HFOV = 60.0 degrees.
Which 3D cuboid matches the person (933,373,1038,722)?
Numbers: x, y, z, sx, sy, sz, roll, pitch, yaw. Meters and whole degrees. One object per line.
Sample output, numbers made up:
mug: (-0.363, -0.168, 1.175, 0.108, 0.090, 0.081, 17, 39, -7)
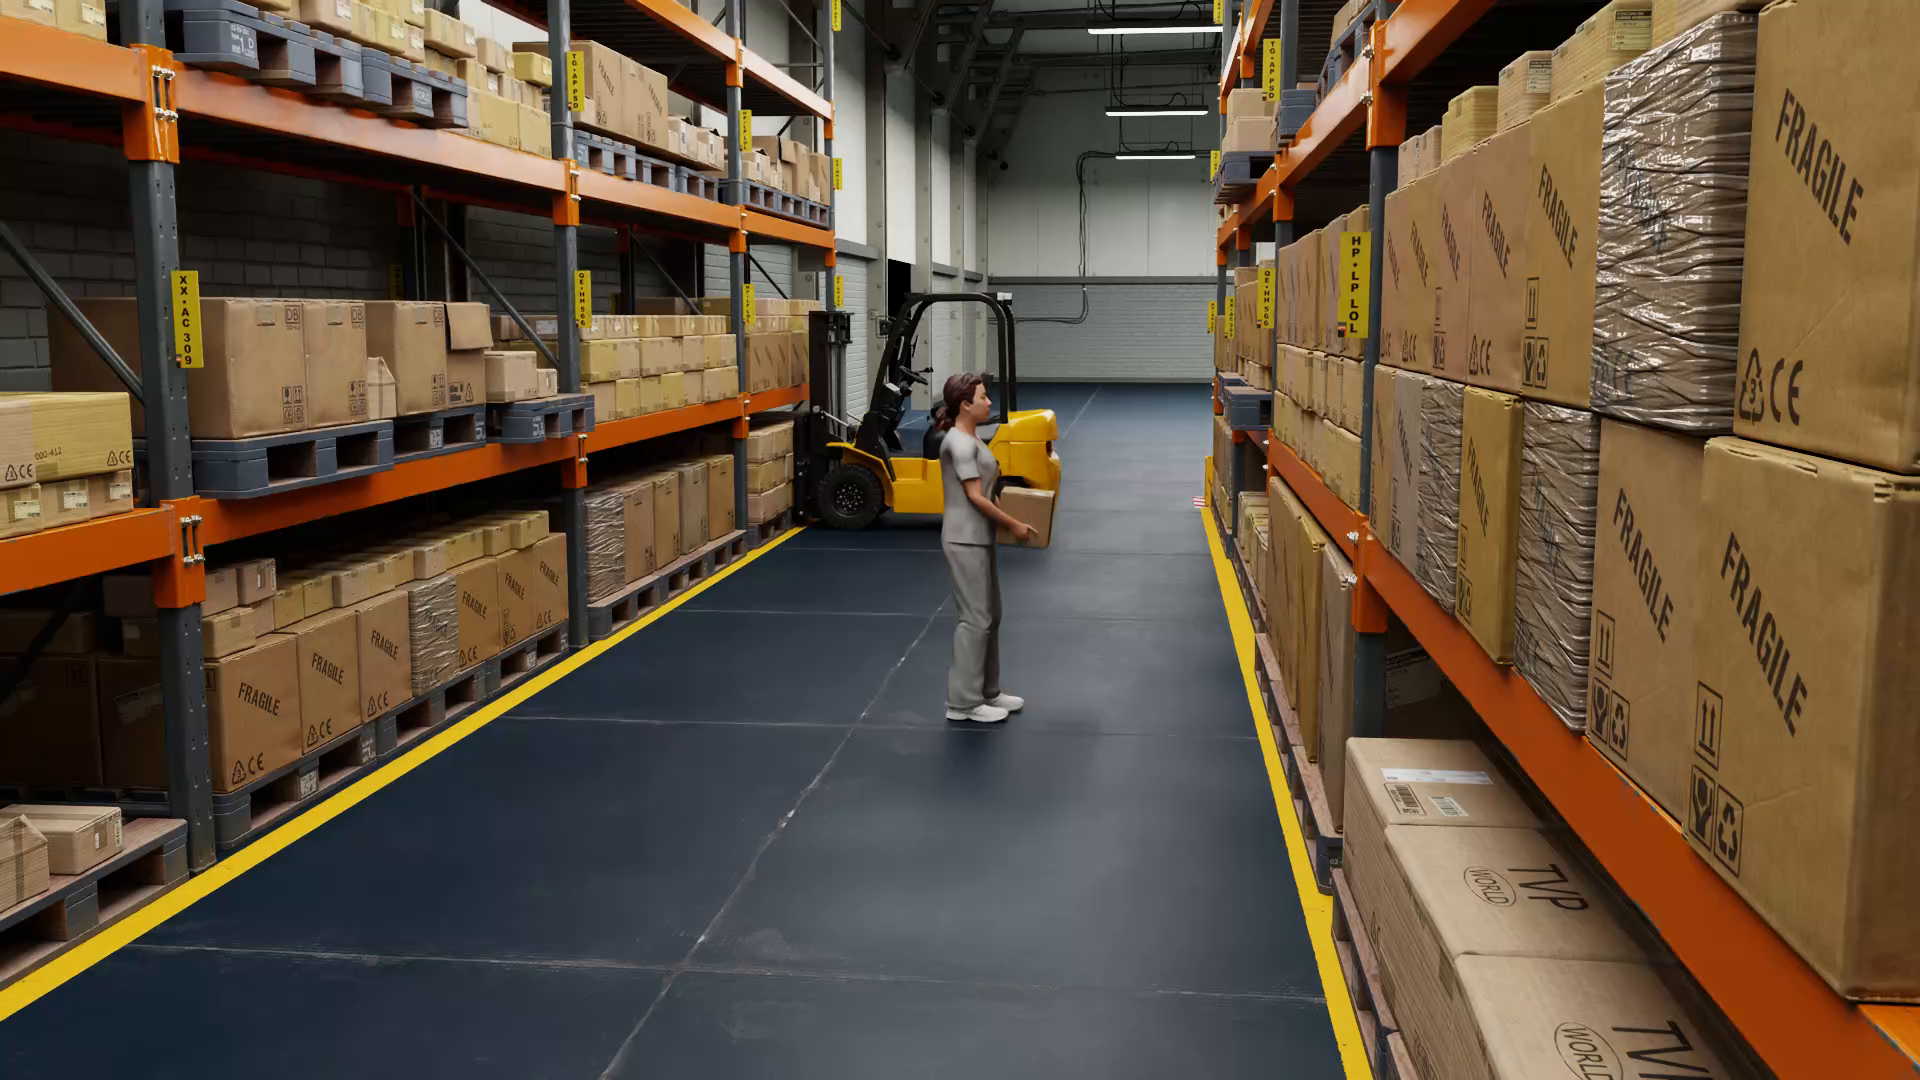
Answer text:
person: (0.125, 0.029, 8.088, 0.525, 1.673, 0.457, 1, 8, 6)
